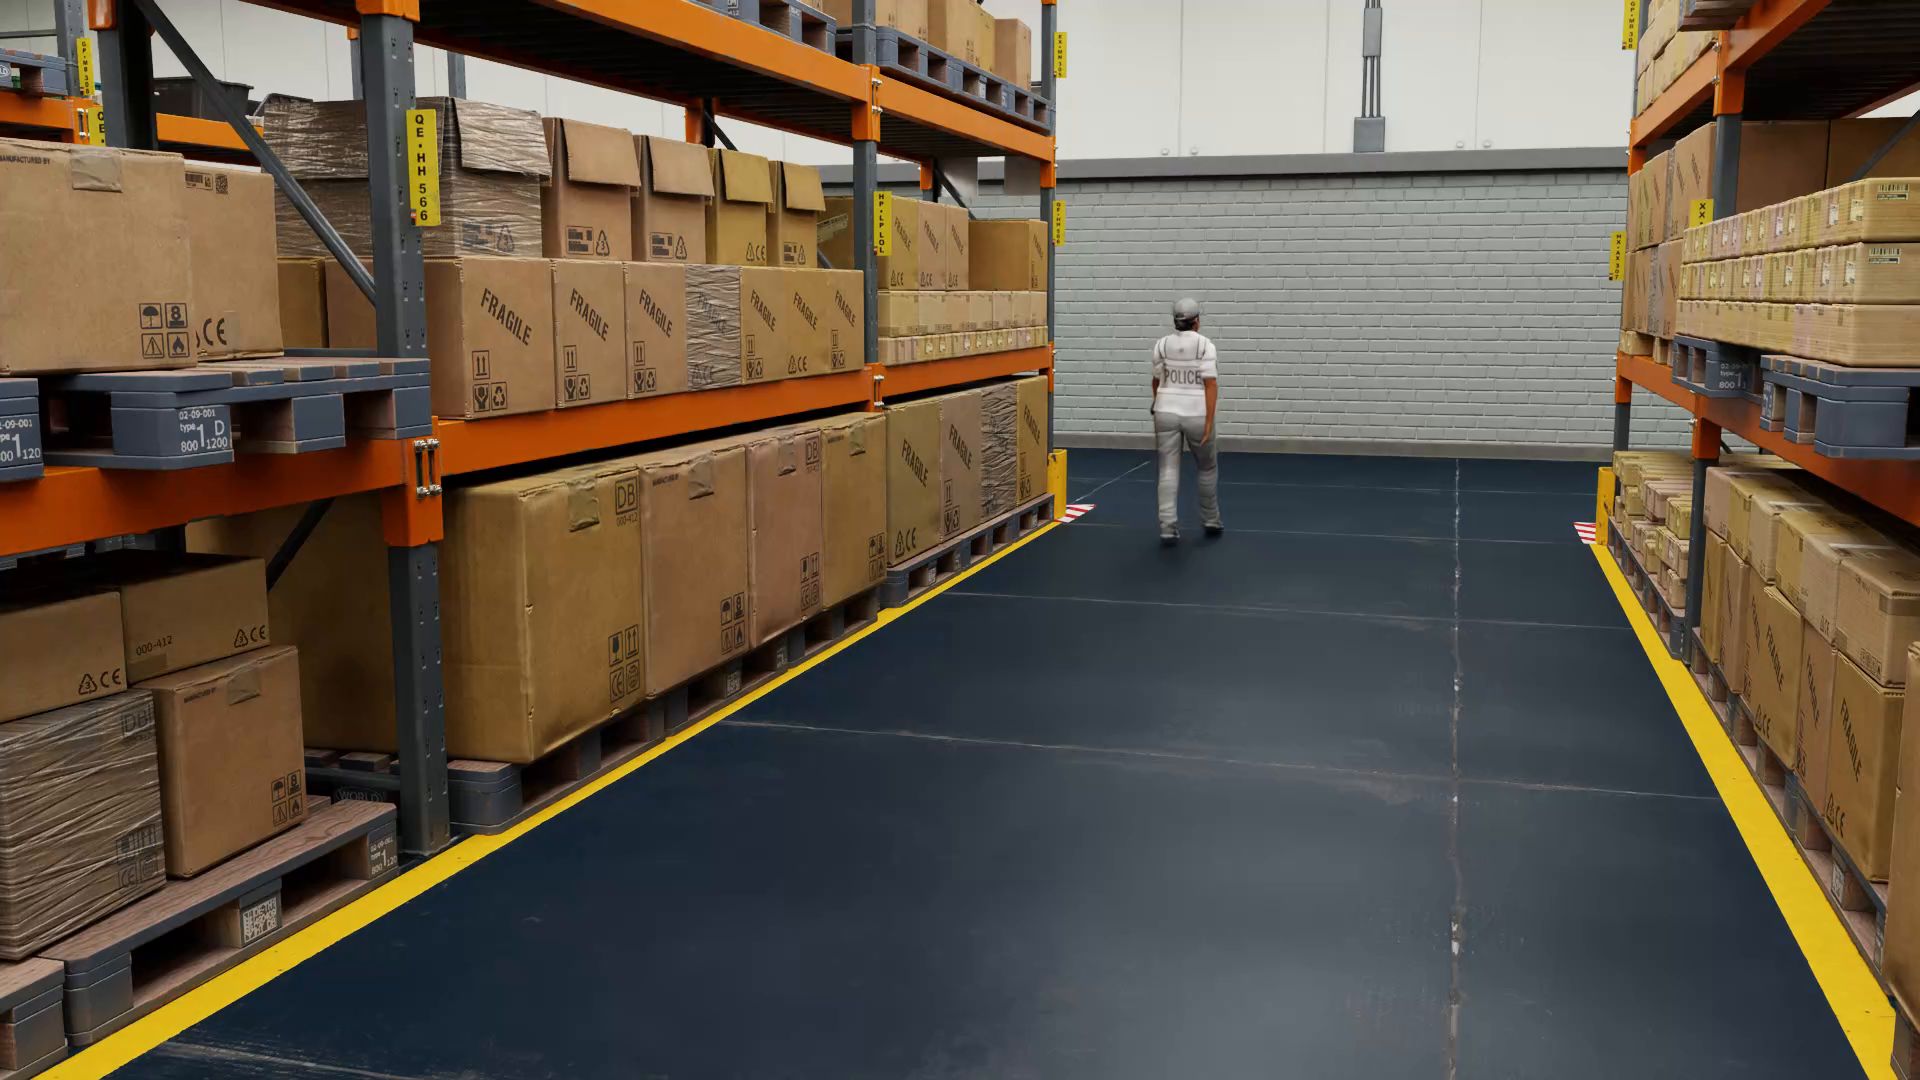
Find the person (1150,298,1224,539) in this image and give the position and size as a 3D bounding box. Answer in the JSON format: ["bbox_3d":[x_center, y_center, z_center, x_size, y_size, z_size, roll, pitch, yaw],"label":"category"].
[{"bbox_3d":[1.558,-0.845,11.430,0.477,1.619,0.915,3,9,17],"label":"person"}]
